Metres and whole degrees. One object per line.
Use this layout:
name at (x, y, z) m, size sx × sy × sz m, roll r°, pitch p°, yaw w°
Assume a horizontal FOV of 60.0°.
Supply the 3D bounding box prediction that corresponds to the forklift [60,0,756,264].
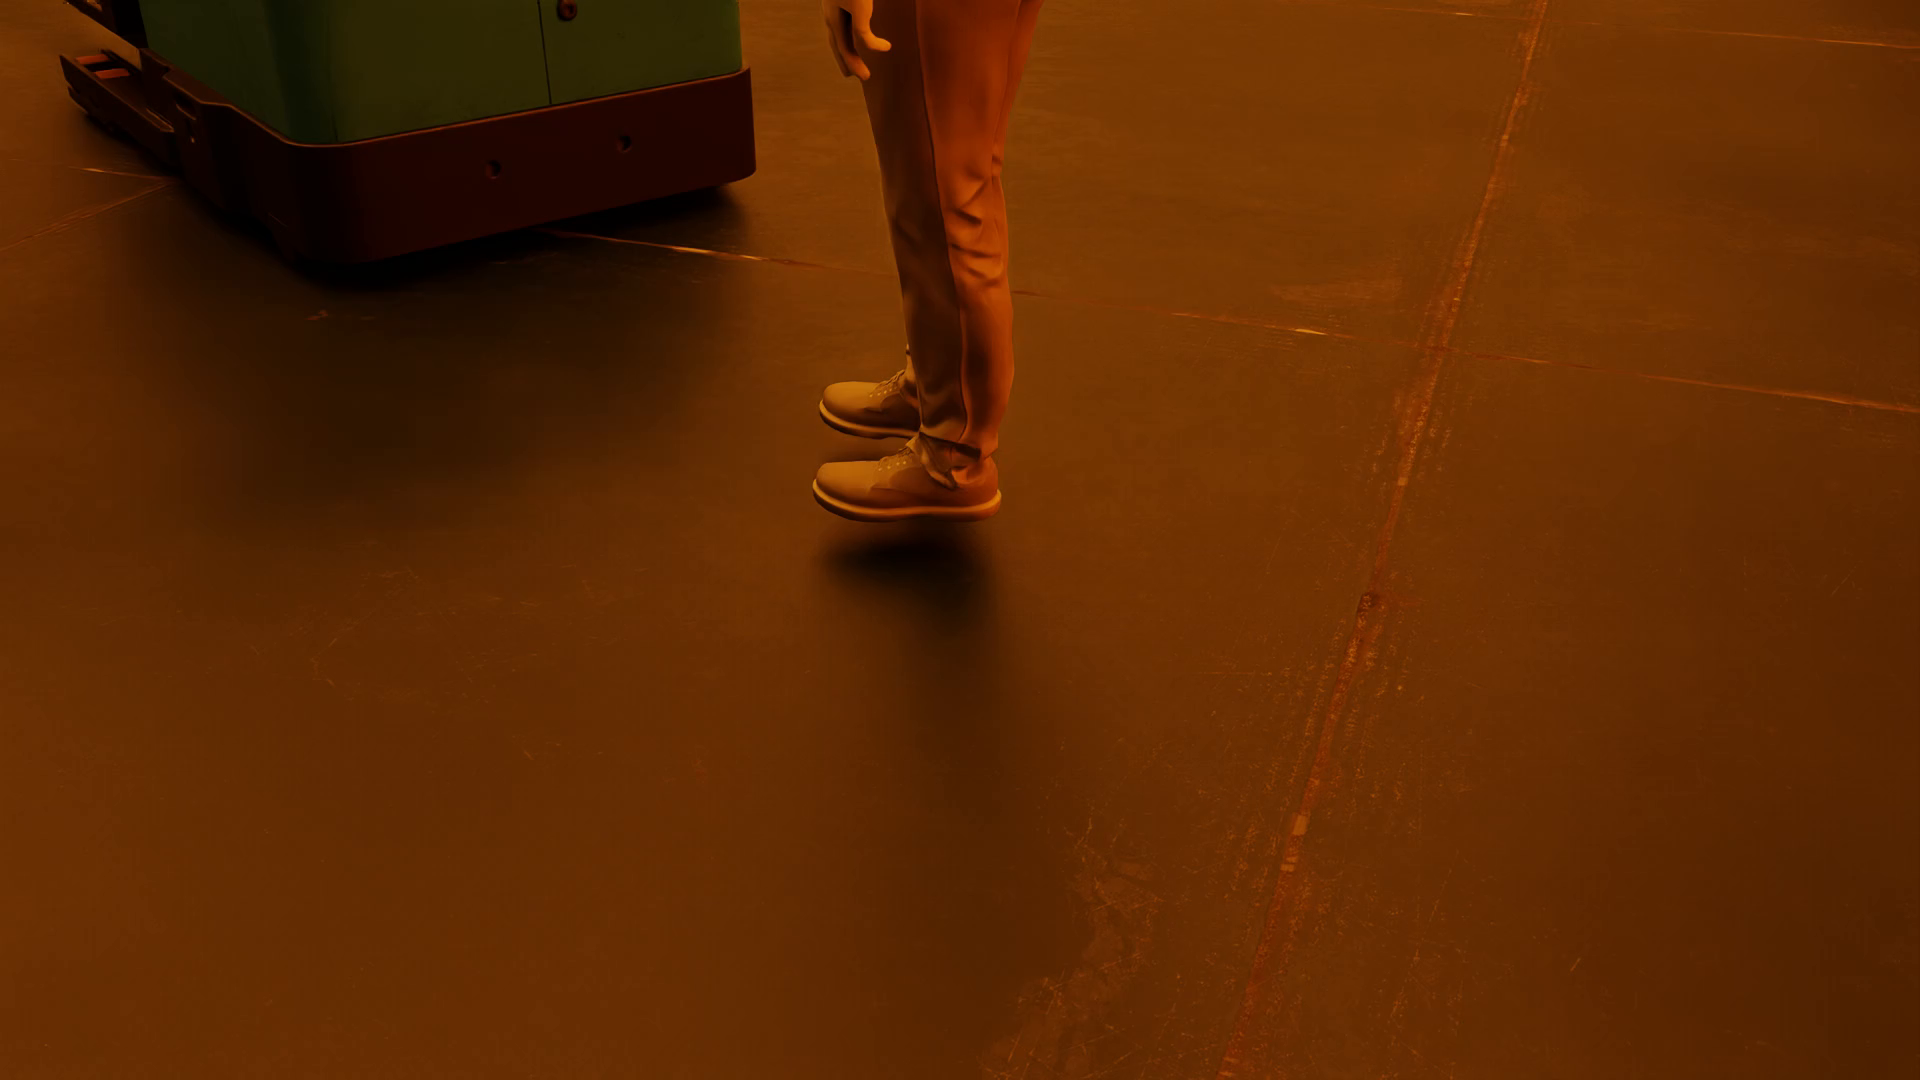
forklift at (-1.783, -2.488, 3.919) m, size 1.130 × 2.935 × 3.031 m, roll -21°, pitch 36°, yaw -33°

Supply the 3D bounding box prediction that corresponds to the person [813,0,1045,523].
person at (-0.062, -0.793, 2.085) m, size 0.531 × 1.694 × 0.586 m, roll 10°, pitch 31°, yaw 18°
